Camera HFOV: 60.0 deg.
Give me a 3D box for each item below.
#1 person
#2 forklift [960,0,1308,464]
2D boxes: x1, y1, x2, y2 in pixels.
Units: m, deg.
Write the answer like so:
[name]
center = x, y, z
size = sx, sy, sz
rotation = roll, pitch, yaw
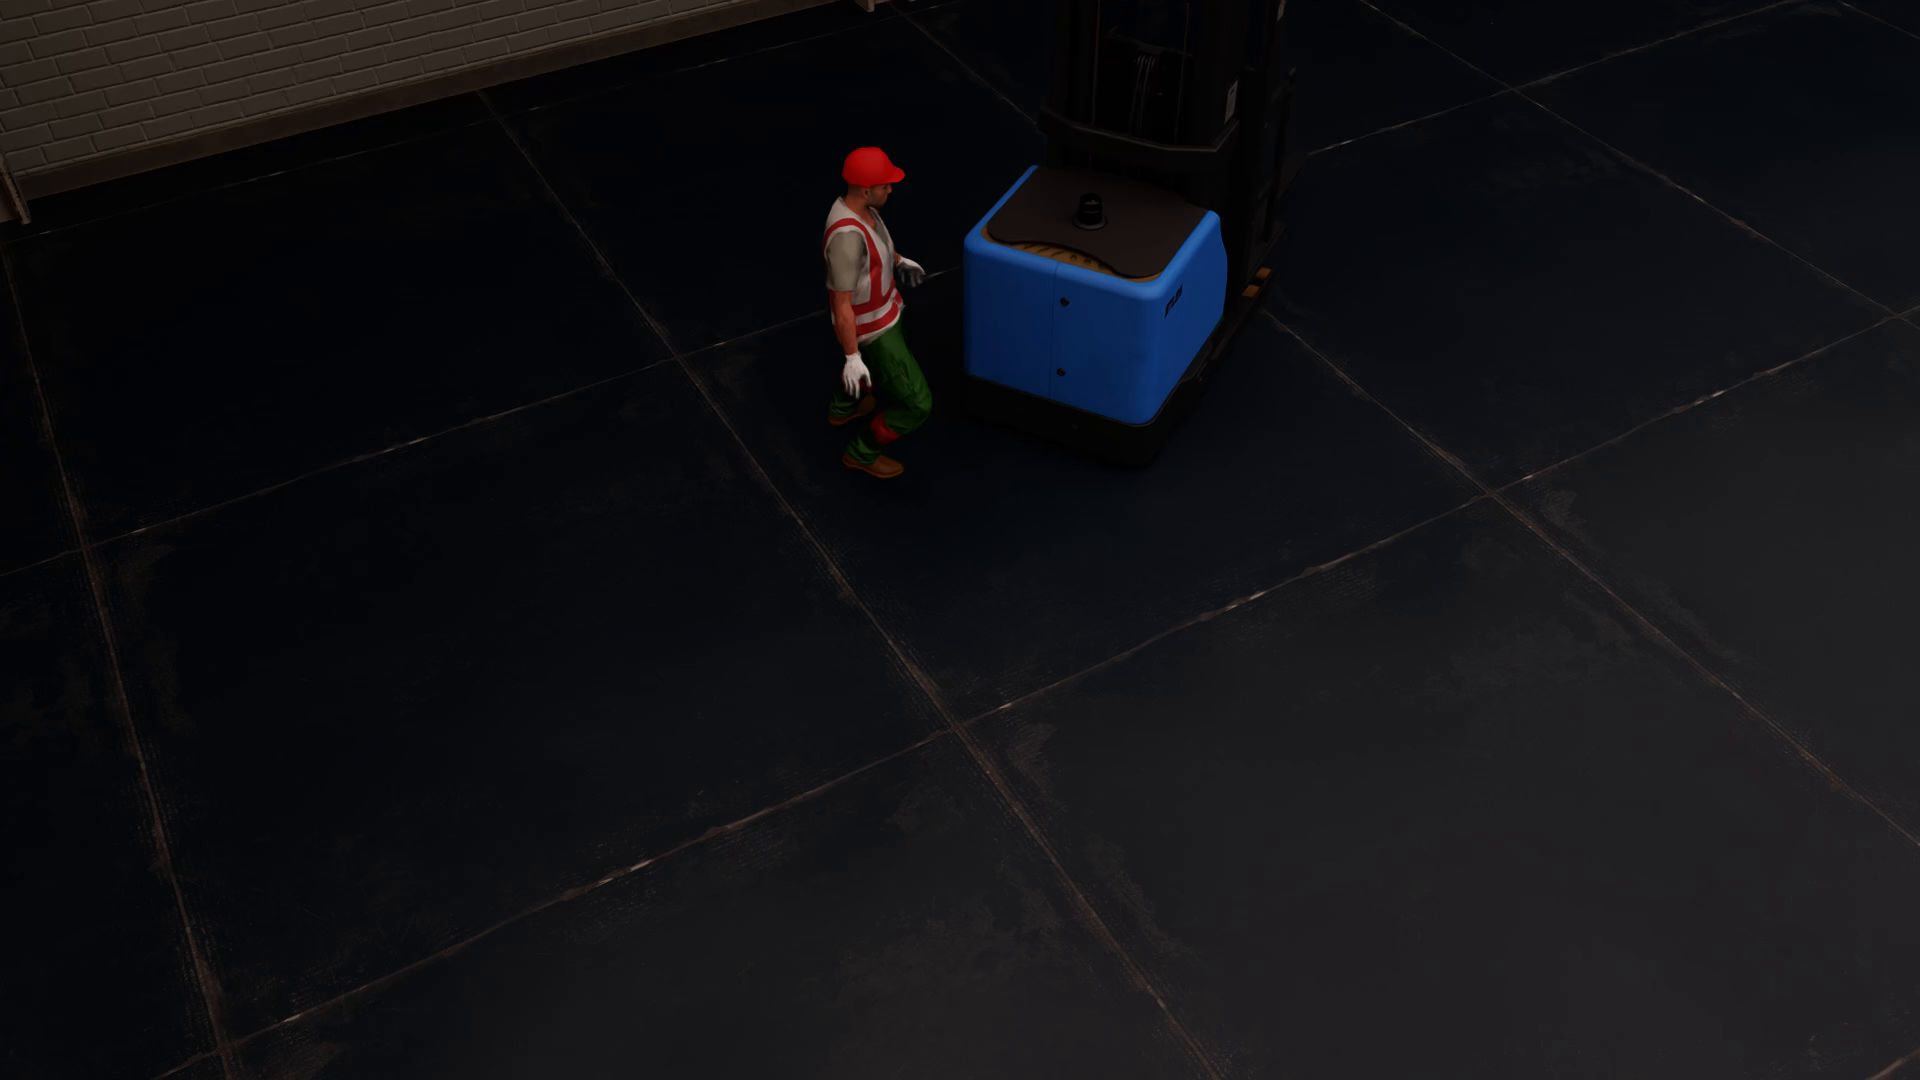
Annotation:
[person]
center = -0.397, -1.057, 7.781
size = 0.600, 1.669, 0.968
rotation = 4, 43, 5
[forklift]
center = 1.119, -2.446, 8.336
size = 1.130, 2.935, 3.031
rotation = 19, 46, 19
